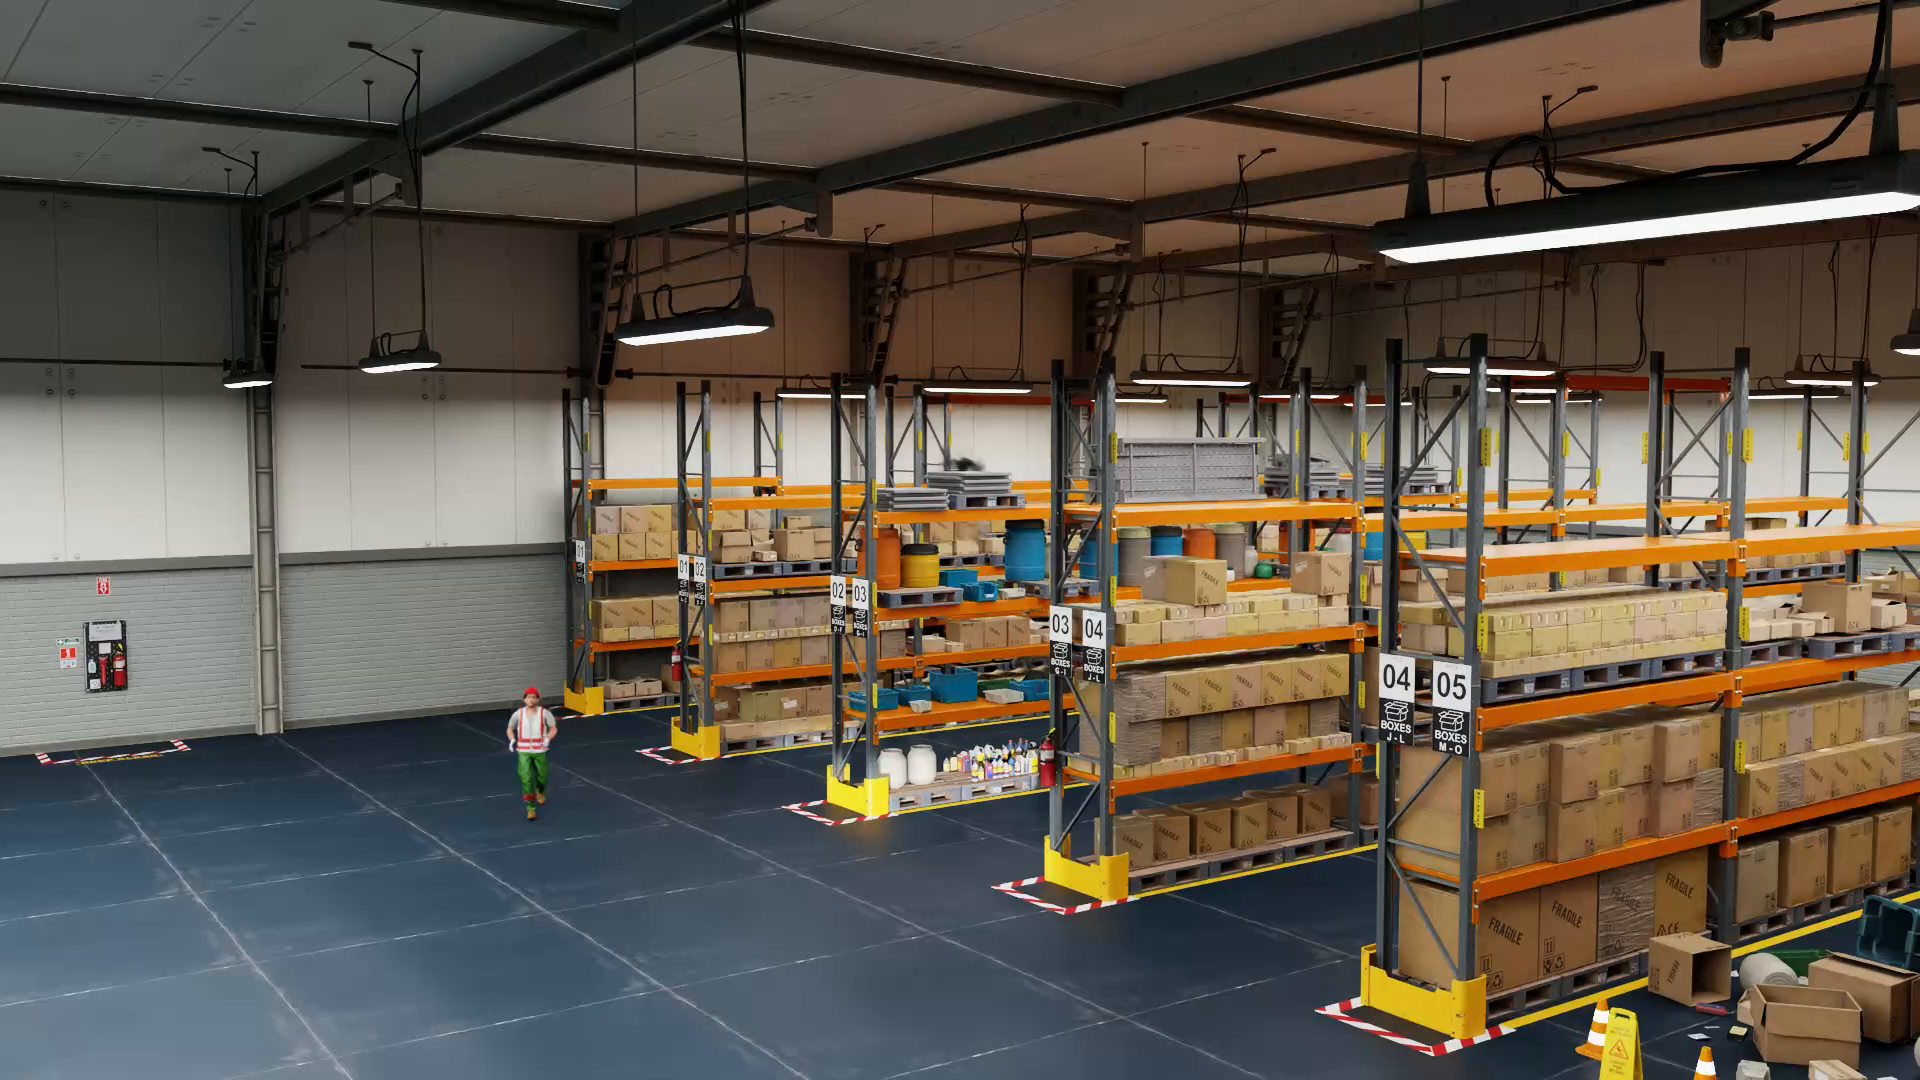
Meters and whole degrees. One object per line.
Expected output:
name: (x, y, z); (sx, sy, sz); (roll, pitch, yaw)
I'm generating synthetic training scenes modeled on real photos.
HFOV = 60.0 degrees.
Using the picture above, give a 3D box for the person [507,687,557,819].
person: (-5.780, 2.854, 22.447); (0.659, 1.740, 0.701); (-1, 4, -12)

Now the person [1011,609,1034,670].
person: (1.293, 2.176, 33.505); (0.702, 1.754, 0.595); (-3, 5, -42)
